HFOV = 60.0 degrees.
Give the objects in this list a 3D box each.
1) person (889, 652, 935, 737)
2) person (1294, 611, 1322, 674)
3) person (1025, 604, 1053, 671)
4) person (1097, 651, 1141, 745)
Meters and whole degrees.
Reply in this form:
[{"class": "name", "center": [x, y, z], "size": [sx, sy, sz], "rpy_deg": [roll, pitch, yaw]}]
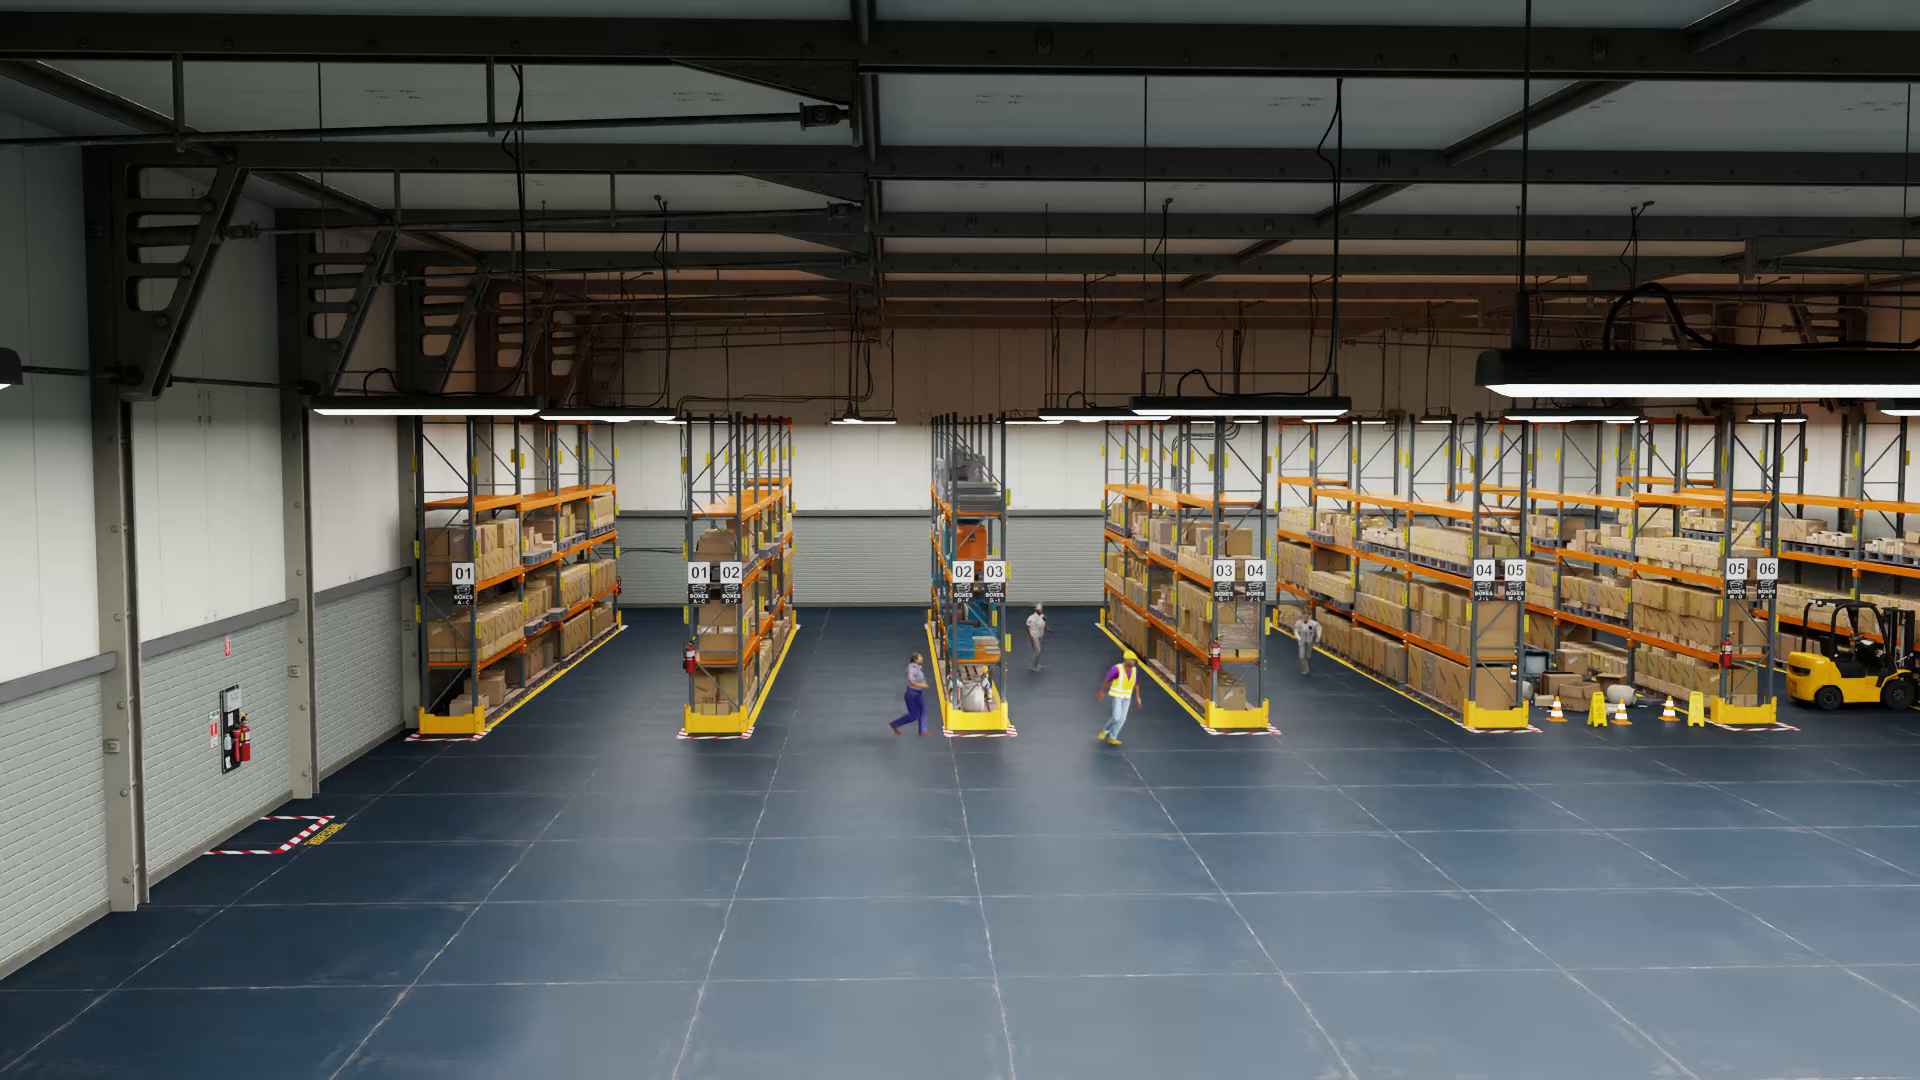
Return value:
[{"class": "person", "center": [-0.884, 2.849, 30.536], "size": [0.843, 1.599, 0.647], "rpy_deg": [0, 4, 4]}, {"class": "person", "center": [8.031, 2.367, 38.413], "size": [0.634, 1.497, 0.809], "rpy_deg": [1, 4, 13]}, {"class": "person", "center": [1.842, 2.282, 39.113], "size": [0.771, 1.623, 0.638], "rpy_deg": [3, 5, 41]}, {"class": "person", "center": [2.880, 2.831, 29.907], "size": [0.719, 1.718, 0.628], "rpy_deg": [-2, 5, -32]}]
